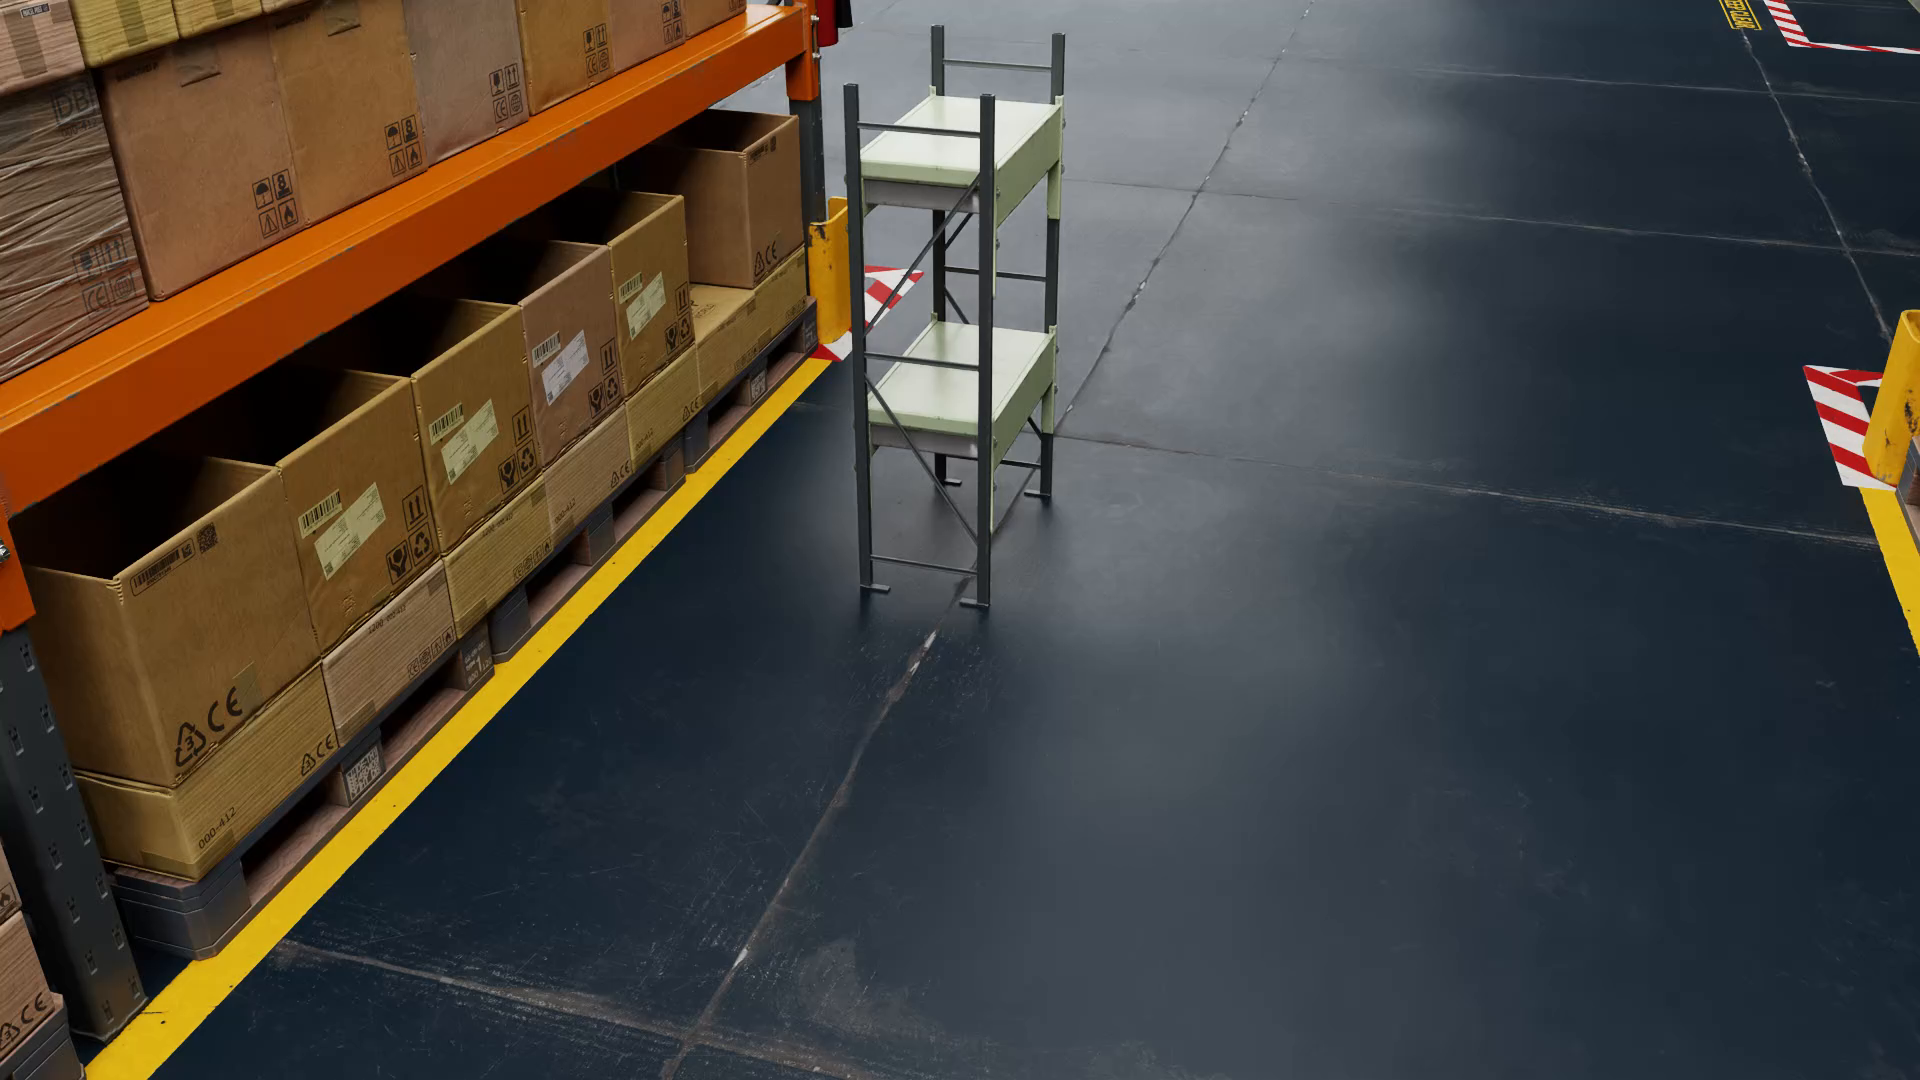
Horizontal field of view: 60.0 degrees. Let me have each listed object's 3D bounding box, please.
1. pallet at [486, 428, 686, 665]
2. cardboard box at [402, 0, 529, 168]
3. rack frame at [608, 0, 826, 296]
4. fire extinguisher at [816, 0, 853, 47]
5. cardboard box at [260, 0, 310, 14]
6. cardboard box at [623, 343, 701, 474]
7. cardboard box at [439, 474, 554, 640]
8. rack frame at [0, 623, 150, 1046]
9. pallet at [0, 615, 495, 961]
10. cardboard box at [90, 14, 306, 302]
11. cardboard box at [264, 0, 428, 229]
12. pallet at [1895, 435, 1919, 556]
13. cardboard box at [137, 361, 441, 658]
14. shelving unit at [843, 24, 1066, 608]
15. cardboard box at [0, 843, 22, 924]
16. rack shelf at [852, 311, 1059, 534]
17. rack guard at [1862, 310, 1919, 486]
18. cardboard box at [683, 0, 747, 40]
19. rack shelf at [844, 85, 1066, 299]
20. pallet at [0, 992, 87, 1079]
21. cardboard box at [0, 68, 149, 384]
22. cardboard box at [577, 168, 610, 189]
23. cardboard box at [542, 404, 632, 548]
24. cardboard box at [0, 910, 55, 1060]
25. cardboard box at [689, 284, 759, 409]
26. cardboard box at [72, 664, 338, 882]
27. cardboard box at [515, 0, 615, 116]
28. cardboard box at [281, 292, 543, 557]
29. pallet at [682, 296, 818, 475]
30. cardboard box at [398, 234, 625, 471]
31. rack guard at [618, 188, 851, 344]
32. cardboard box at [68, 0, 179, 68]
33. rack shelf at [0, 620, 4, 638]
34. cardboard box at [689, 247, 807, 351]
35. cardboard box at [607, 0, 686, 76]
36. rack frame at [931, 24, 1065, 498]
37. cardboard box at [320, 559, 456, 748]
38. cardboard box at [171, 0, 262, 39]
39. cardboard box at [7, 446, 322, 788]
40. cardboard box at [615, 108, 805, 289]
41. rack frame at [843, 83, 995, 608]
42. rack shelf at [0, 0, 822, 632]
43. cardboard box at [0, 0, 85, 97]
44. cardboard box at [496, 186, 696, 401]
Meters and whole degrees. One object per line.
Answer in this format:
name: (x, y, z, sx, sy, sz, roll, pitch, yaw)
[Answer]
pallet: (-1.570, -0.093, 5.199, 1.003, 0.211, 1.213, 8, 30, 15)
cardboard box: (-1.627, -1.346, 4.482, 0.700, 0.500, 0.500, 9, 30, 16)
rack frame: (-1.026, -2.238, 6.187, 1.000, 3.000, 0.127, 8, 30, 15)
fire extinguisher: (-0.547, -2.192, 6.185, 0.296, 0.674, 0.183, 8, 30, 15)
cardboard box: (-1.637, -1.278, 3.692, 0.380, 0.149, 0.250, 7, 30, 13)
cardboard box: (-1.181, -0.461, 5.390, 0.500, 0.250, 0.500, 8, 30, 15)
cardboard box: (-1.471, 0.004, 4.554, 0.500, 0.250, 0.500, 8, 30, 15)
rack frame: (-2.200, -0.379, 2.845, 1.000, 3.000, 0.127, 8, 30, 15)
pallet: (-1.927, 0.476, 4.177, 1.003, 0.211, 1.213, 8, 30, 15)
cardboard box: (-1.927, -0.876, 3.636, 0.700, 0.500, 0.500, 8, 30, 14)
cardboard box: (-1.776, -1.108, 4.054, 0.700, 0.500, 0.500, 9, 30, 16)
pallet: (3.416, 0.094, 4.864, 1.003, 0.211, 1.213, 8, 30, 15)
cardboard box: (-1.625, -0.093, 3.956, 0.500, 0.500, 0.500, 8, 30, 15)
shelving unit: (0.002, -0.659, 4.891, 0.431, 1.500, 0.755, 8, 30, 15)
cardboard box: (-2.045, 0.623, 2.863, 0.500, 0.311, 0.500, 8, 30, 15)
rack shelf: (0.002, -0.374, 5.049, 0.431, 0.370, 0.720, 8, 30, 15)
rack guard: (3.688, -0.405, 5.463, 1.175, 0.500, 0.348, 8, 30, 15)
cardboard box: (-1.175, -2.066, 5.776, 0.700, 0.500, 0.500, 9, 30, 15)
rack shelf: (0.002, -1.000, 4.701, 0.431, 0.370, 0.720, 8, 30, 15)
pallet: (-2.379, 1.188, 2.898, 1.003, 0.211, 1.213, 8, 30, 15)
cardboard box: (-2.076, -0.630, 3.193, 0.700, 0.500, 0.500, 8, 30, 14)
cardboard box: (-1.541, -1.097, 5.762, 0.500, 0.500, 0.500, 8, 30, 15)
cardboard box: (-1.330, -0.229, 4.973, 0.500, 0.250, 0.500, 8, 30, 15)
cardboard box: (-2.045, 0.873, 2.991, 0.500, 0.250, 0.500, 8, 30, 14)
cardboard box: (-1.036, -0.694, 5.809, 0.500, 0.250, 0.500, 8, 30, 15)
cardboard box: (-1.774, 0.467, 3.721, 0.500, 0.250, 0.500, 8, 30, 15)
cardboard box: (-1.476, -1.592, 4.923, 0.700, 0.500, 0.500, 9, 30, 15)
cardboard box: (-1.471, -0.324, 4.372, 0.500, 0.500, 0.500, 8, 30, 15)
pallet: (-1.210, -0.658, 6.215, 1.003, 0.211, 1.213, 8, 30, 15)
cardboard box: (-1.326, -0.557, 4.790, 0.500, 0.500, 0.500, 8, 30, 15)
rack guard: (-1.019, -1.156, 6.815, 1.175, 0.500, 0.348, 8, 30, 15)
cardboard box: (-1.788, -1.040, 3.264, 0.380, 0.149, 0.250, 8, 30, 14)
rack shelf: (-2.787, 0.865, 1.349, 1.077, 0.370, 4.000, 8, 30, 15)
cardboard box: (-0.901, -0.928, 6.229, 0.500, 0.250, 0.500, 8, 30, 15)
cardboard box: (-1.325, -1.821, 5.336, 0.700, 0.500, 0.500, 9, 30, 16)
rack frame: (0.109, -0.829, 5.197, 0.400, 1.500, 0.023, 8, 30, 15)
cardboard box: (-1.623, 0.235, 4.138, 0.500, 0.250, 0.500, 8, 30, 15)
cardboard box: (-1.713, -1.162, 3.483, 0.380, 0.149, 0.250, 8, 30, 14)
cardboard box: (-1.765, 0.141, 3.536, 0.500, 0.500, 0.500, 8, 30, 15)
cardboard box: (-0.899, -1.256, 6.047, 0.500, 0.500, 0.500, 8, 30, 15)
rack frame: (-0.105, -0.488, 4.585, 0.400, 1.500, 0.023, 8, 30, 15)
rack shelf: (-1.613, -0.994, 4.691, 1.077, 0.370, 4.000, 8, 30, 15)
cardboard box: (-1.863, -0.920, 3.048, 0.380, 0.149, 0.250, 9, 30, 16)
cardboard box: (-1.178, -0.789, 5.207, 0.500, 0.500, 0.500, 8, 30, 15)
